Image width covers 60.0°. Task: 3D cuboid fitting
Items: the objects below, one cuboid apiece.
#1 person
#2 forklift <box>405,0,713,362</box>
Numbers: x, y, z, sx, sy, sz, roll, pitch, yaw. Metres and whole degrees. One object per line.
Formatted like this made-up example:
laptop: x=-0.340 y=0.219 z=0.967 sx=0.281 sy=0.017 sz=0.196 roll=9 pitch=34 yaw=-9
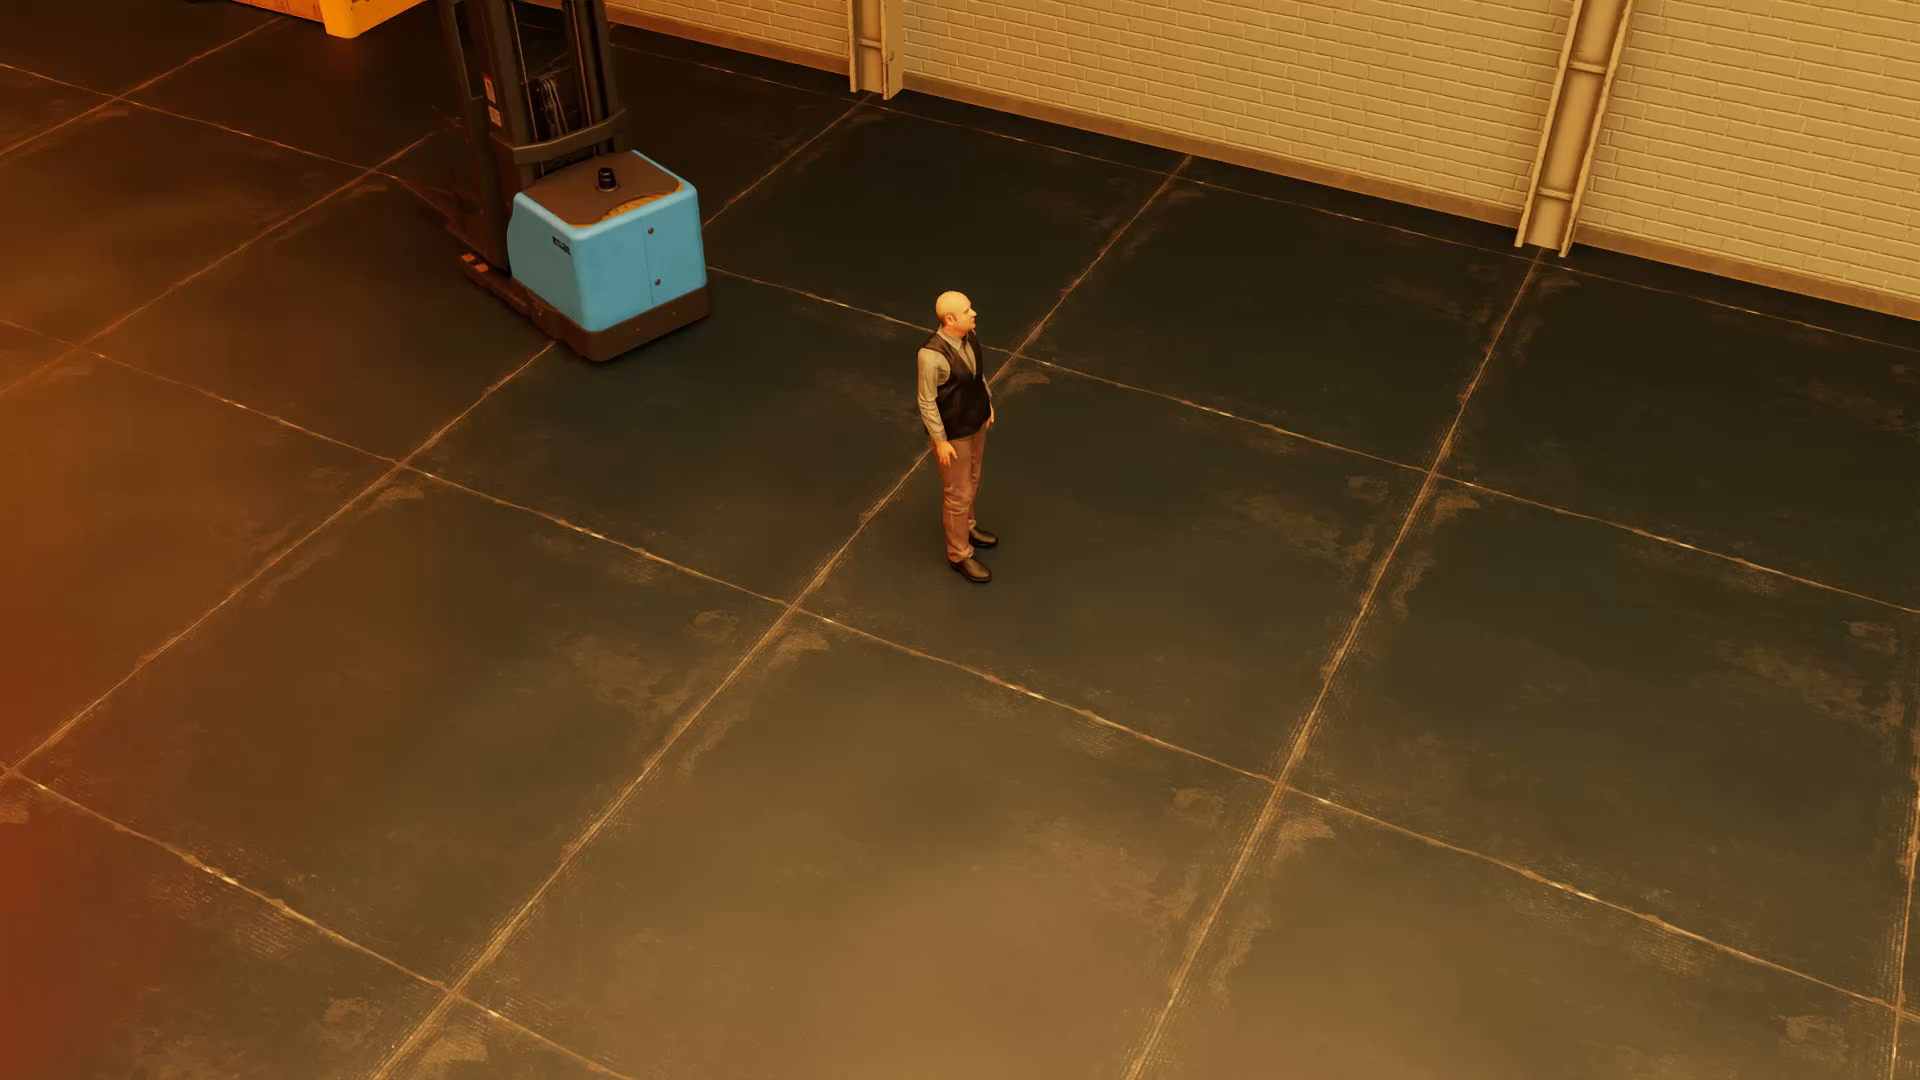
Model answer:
person: x=0.053 y=-0.641 z=9.675 sx=0.566 sy=1.722 sz=0.634 roll=18 pitch=43 yaw=21
forklift: x=-3.172 y=-3.233 z=11.825 sx=1.130 sy=2.935 sz=3.031 roll=-30 pitch=49 yaw=-31
